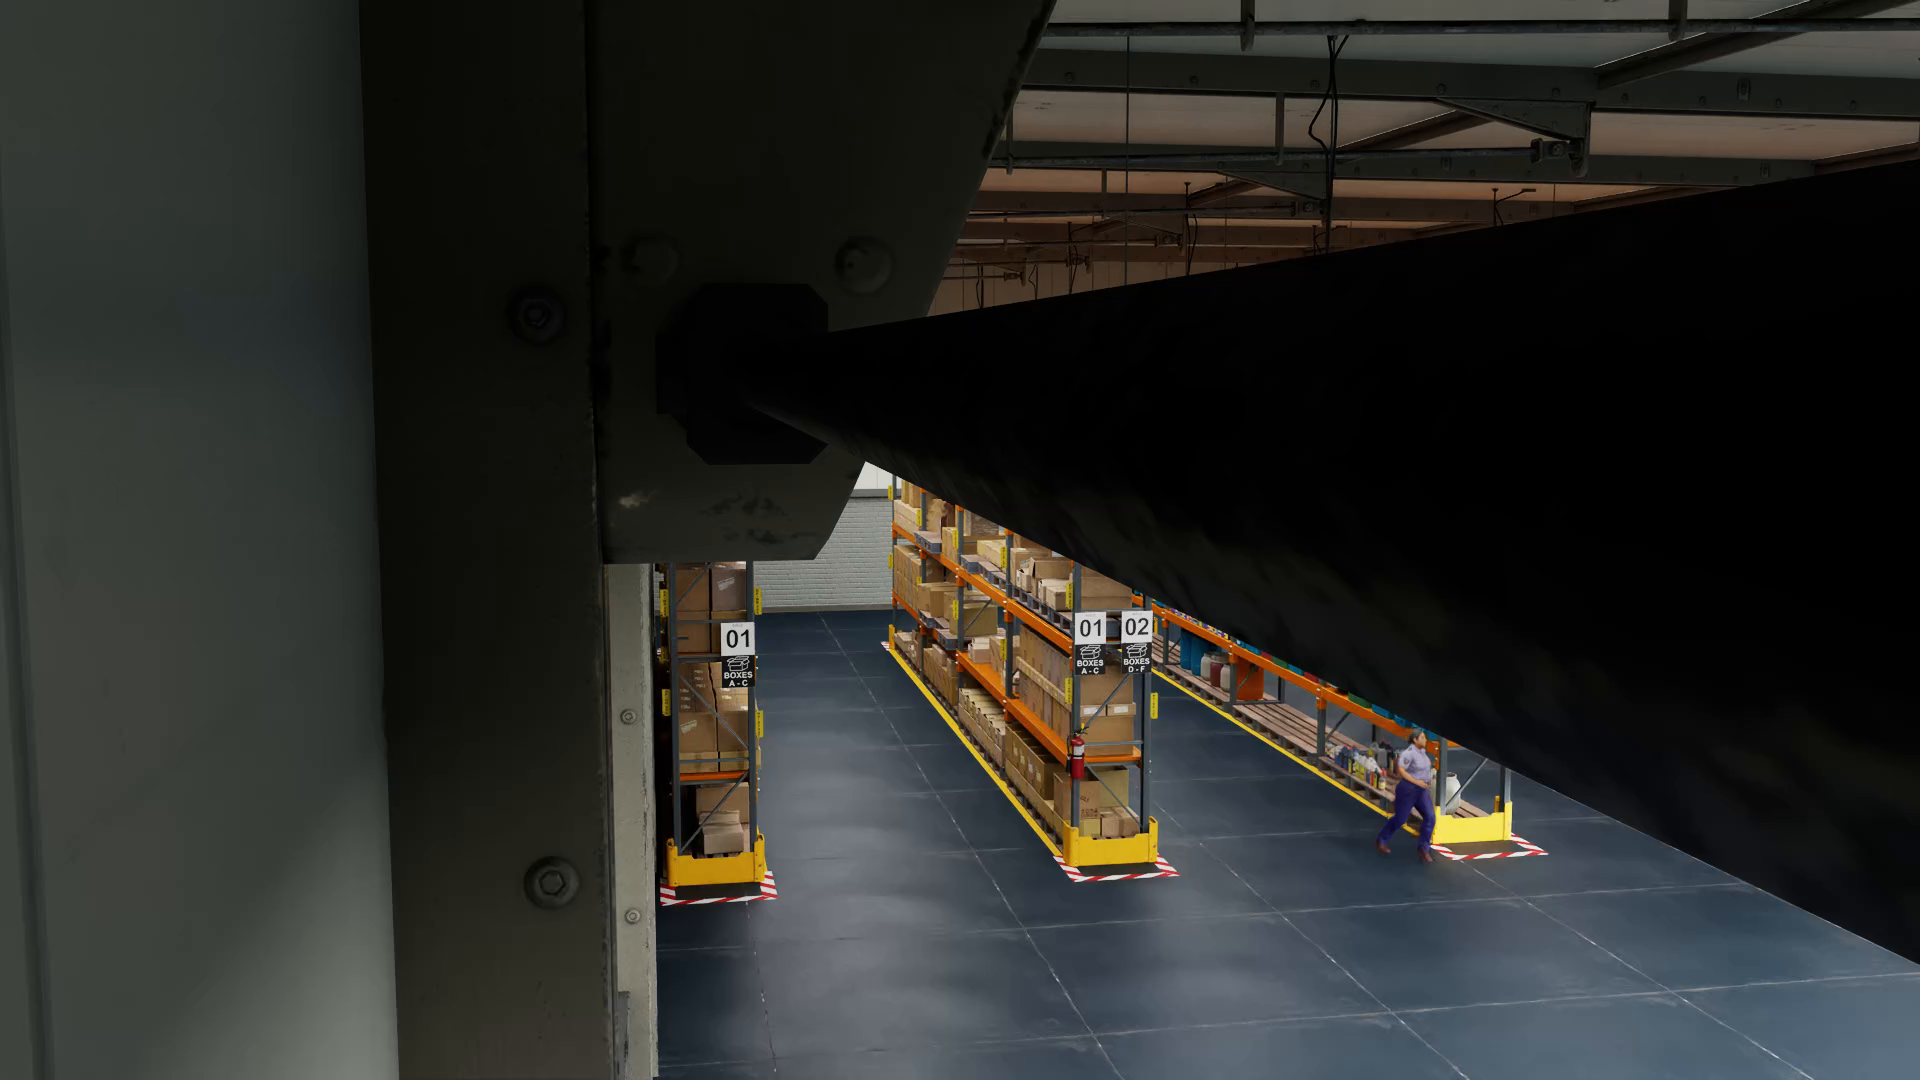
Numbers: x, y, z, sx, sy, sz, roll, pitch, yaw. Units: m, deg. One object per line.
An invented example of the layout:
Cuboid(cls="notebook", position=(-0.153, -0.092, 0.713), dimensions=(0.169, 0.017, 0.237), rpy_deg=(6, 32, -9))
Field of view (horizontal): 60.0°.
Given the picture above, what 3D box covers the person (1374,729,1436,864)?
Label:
Cuboid(cls="person", position=(5.786, 3.246, 21.220), dimensions=(0.700, 1.676, 0.745), rpy_deg=(-5, 8, -41))
